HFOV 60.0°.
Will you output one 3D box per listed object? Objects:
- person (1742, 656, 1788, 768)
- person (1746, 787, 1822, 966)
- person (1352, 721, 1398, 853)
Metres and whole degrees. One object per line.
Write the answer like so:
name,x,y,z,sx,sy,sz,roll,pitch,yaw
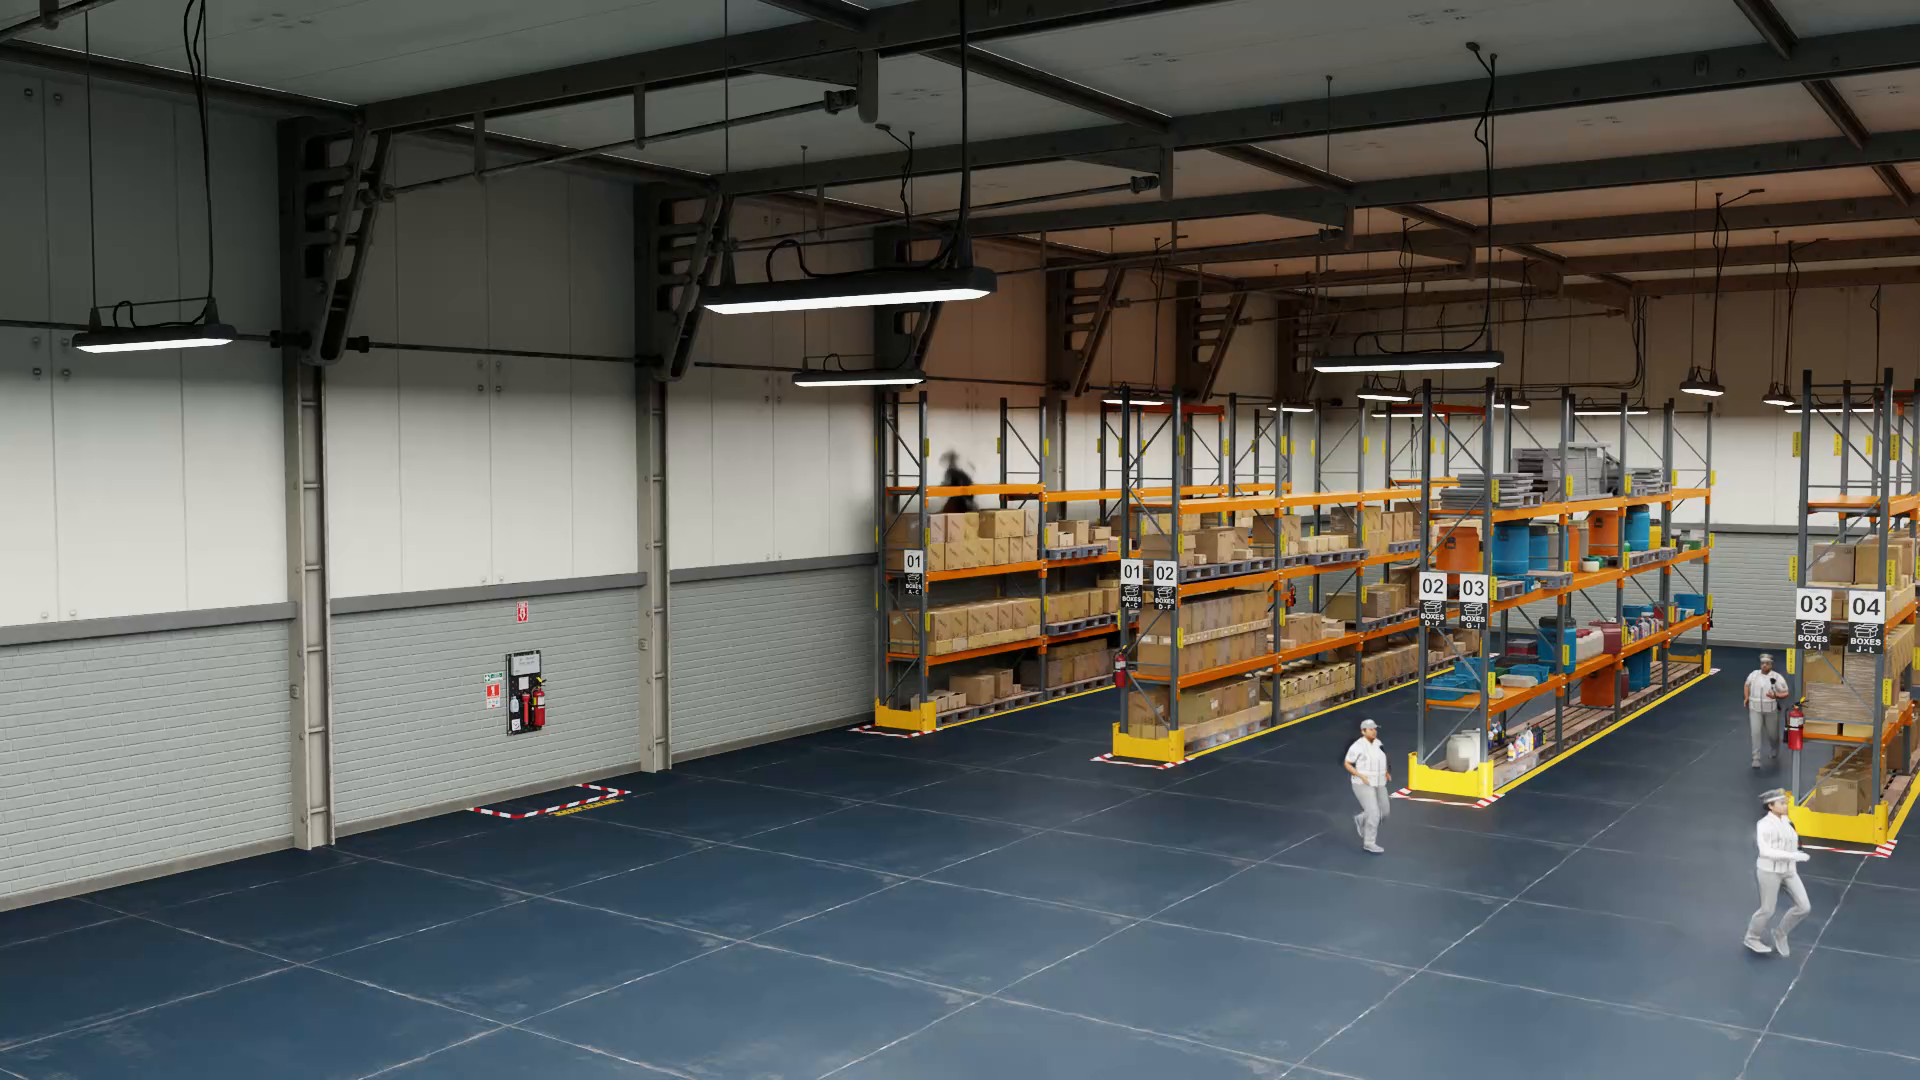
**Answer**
person,12.600,2.678,26.091,0.674,1.745,0.792,2,4,35
person,8.047,3.260,16.190,0.578,1.746,0.728,-2,4,-27
person,5.155,3.048,20.599,0.602,1.618,0.548,-2,4,-29
